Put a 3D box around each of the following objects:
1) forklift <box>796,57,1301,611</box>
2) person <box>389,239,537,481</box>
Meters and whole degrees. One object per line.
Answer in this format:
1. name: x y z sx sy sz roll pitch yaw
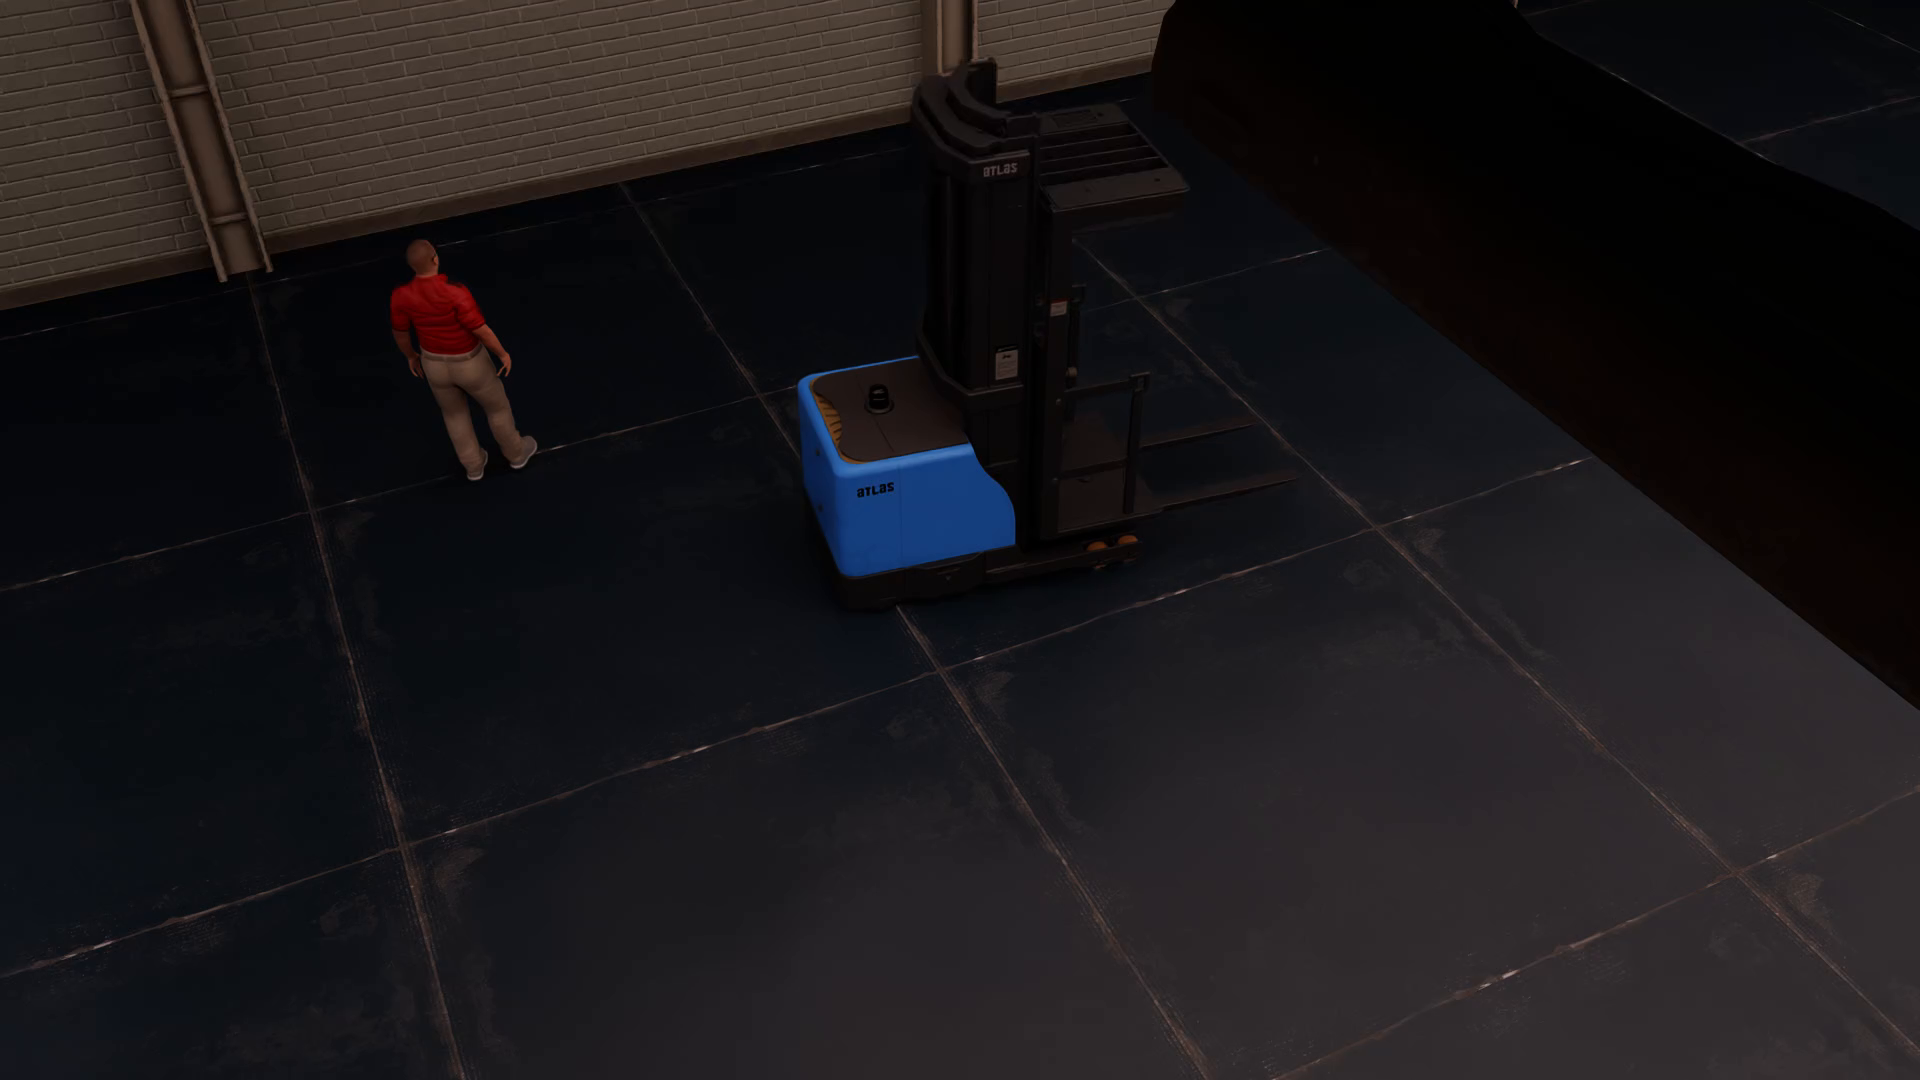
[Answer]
1. forklift: 0.599 -1.262 9.529 3.031 2.935 1.130 -12 41 -14
2. person: -3.100 -1.152 10.329 0.659 1.732 0.547 2 40 2
